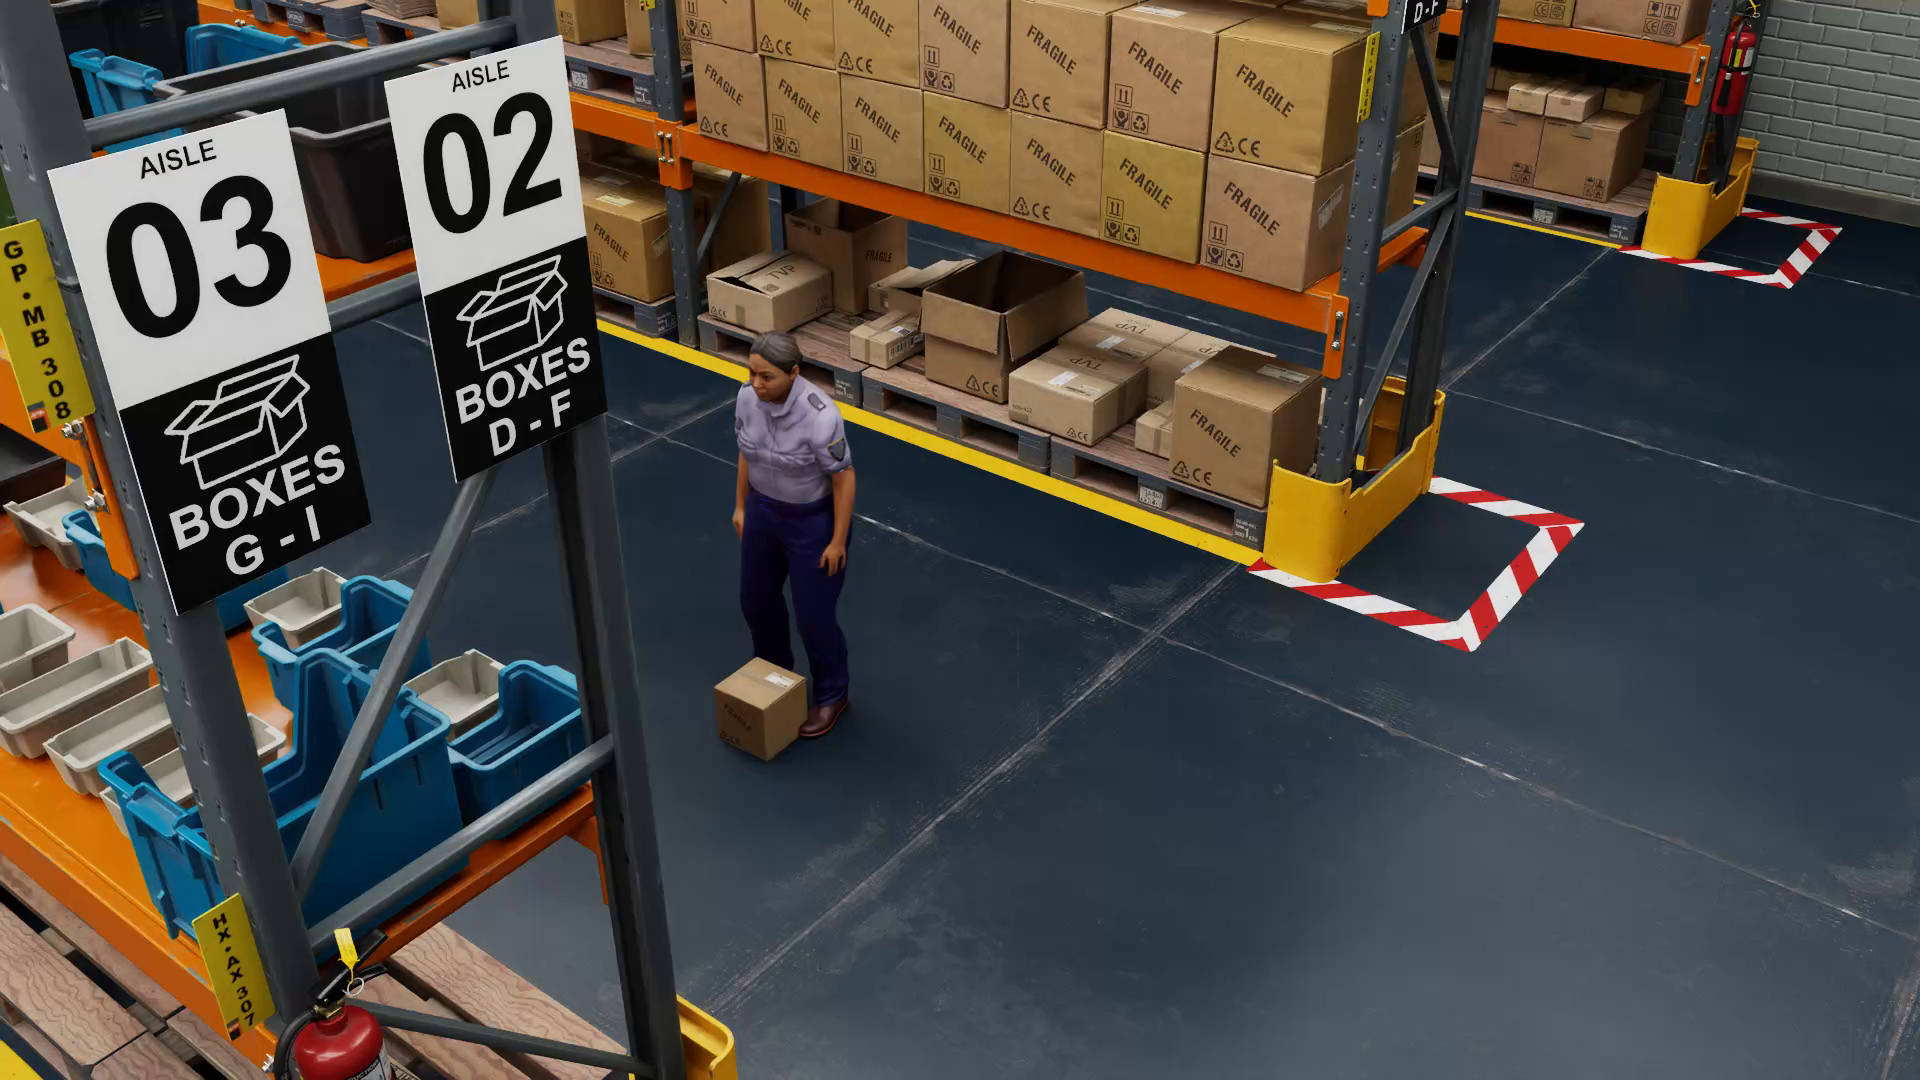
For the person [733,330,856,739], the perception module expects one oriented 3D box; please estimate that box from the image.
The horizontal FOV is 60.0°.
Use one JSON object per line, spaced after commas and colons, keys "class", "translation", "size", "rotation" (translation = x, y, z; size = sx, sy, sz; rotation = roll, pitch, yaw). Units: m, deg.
{"class": "person", "translation": [-0.634, -0.052, 6.228], "size": [0.546, 1.650, 0.368], "rotation": [20, 36, 29]}
